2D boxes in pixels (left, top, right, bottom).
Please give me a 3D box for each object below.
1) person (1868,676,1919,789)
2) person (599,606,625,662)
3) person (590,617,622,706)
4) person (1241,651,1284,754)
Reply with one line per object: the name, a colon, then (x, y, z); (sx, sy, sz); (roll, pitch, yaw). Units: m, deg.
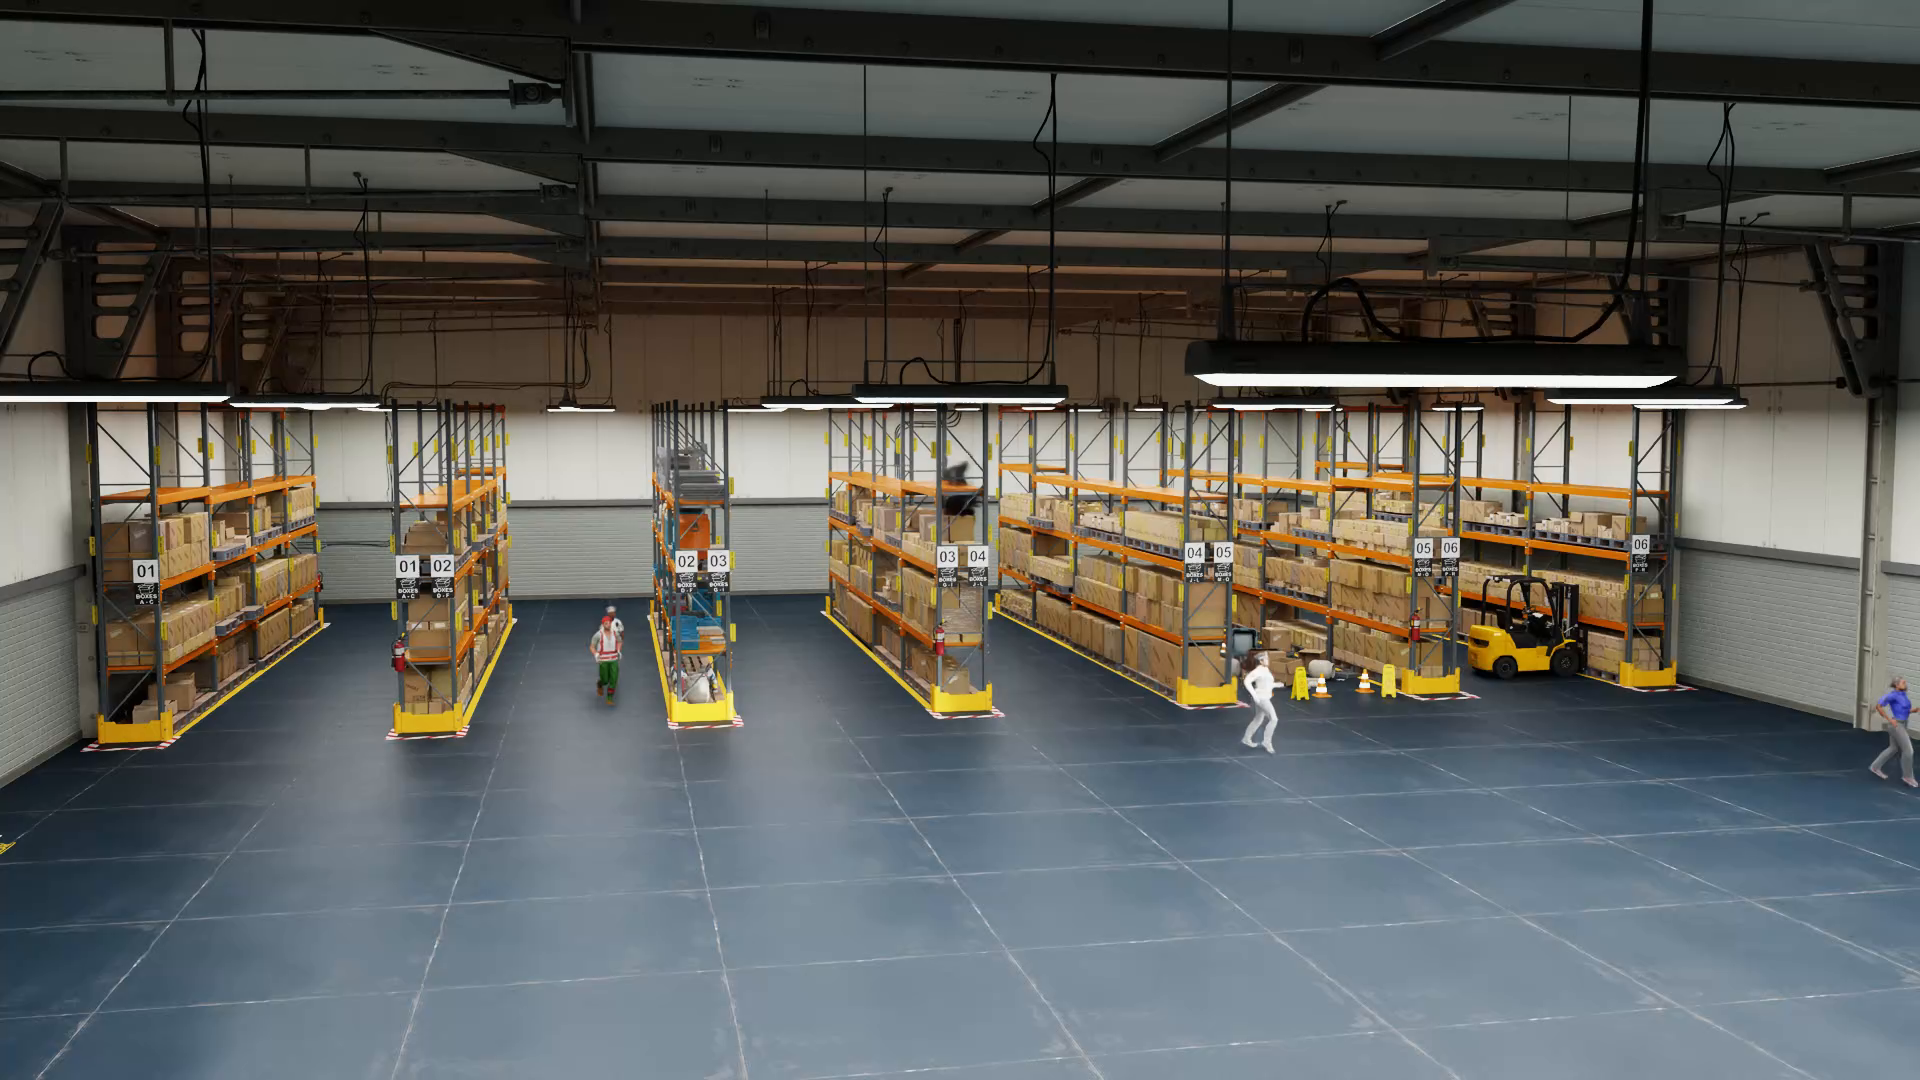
person: (14.503, 2.945, 25.737); (0.781, 1.700, 0.567); (4, 6, 43)
person: (-7.427, 2.232, 35.462); (0.575, 1.662, 0.589); (-1, 5, -17)
person: (-6.965, 2.379, 32.858); (0.656, 1.749, 0.698); (-2, 5, -29)
person: (5.141, 2.753, 28.273); (0.732, 1.744, 0.576); (2, 5, 21)
